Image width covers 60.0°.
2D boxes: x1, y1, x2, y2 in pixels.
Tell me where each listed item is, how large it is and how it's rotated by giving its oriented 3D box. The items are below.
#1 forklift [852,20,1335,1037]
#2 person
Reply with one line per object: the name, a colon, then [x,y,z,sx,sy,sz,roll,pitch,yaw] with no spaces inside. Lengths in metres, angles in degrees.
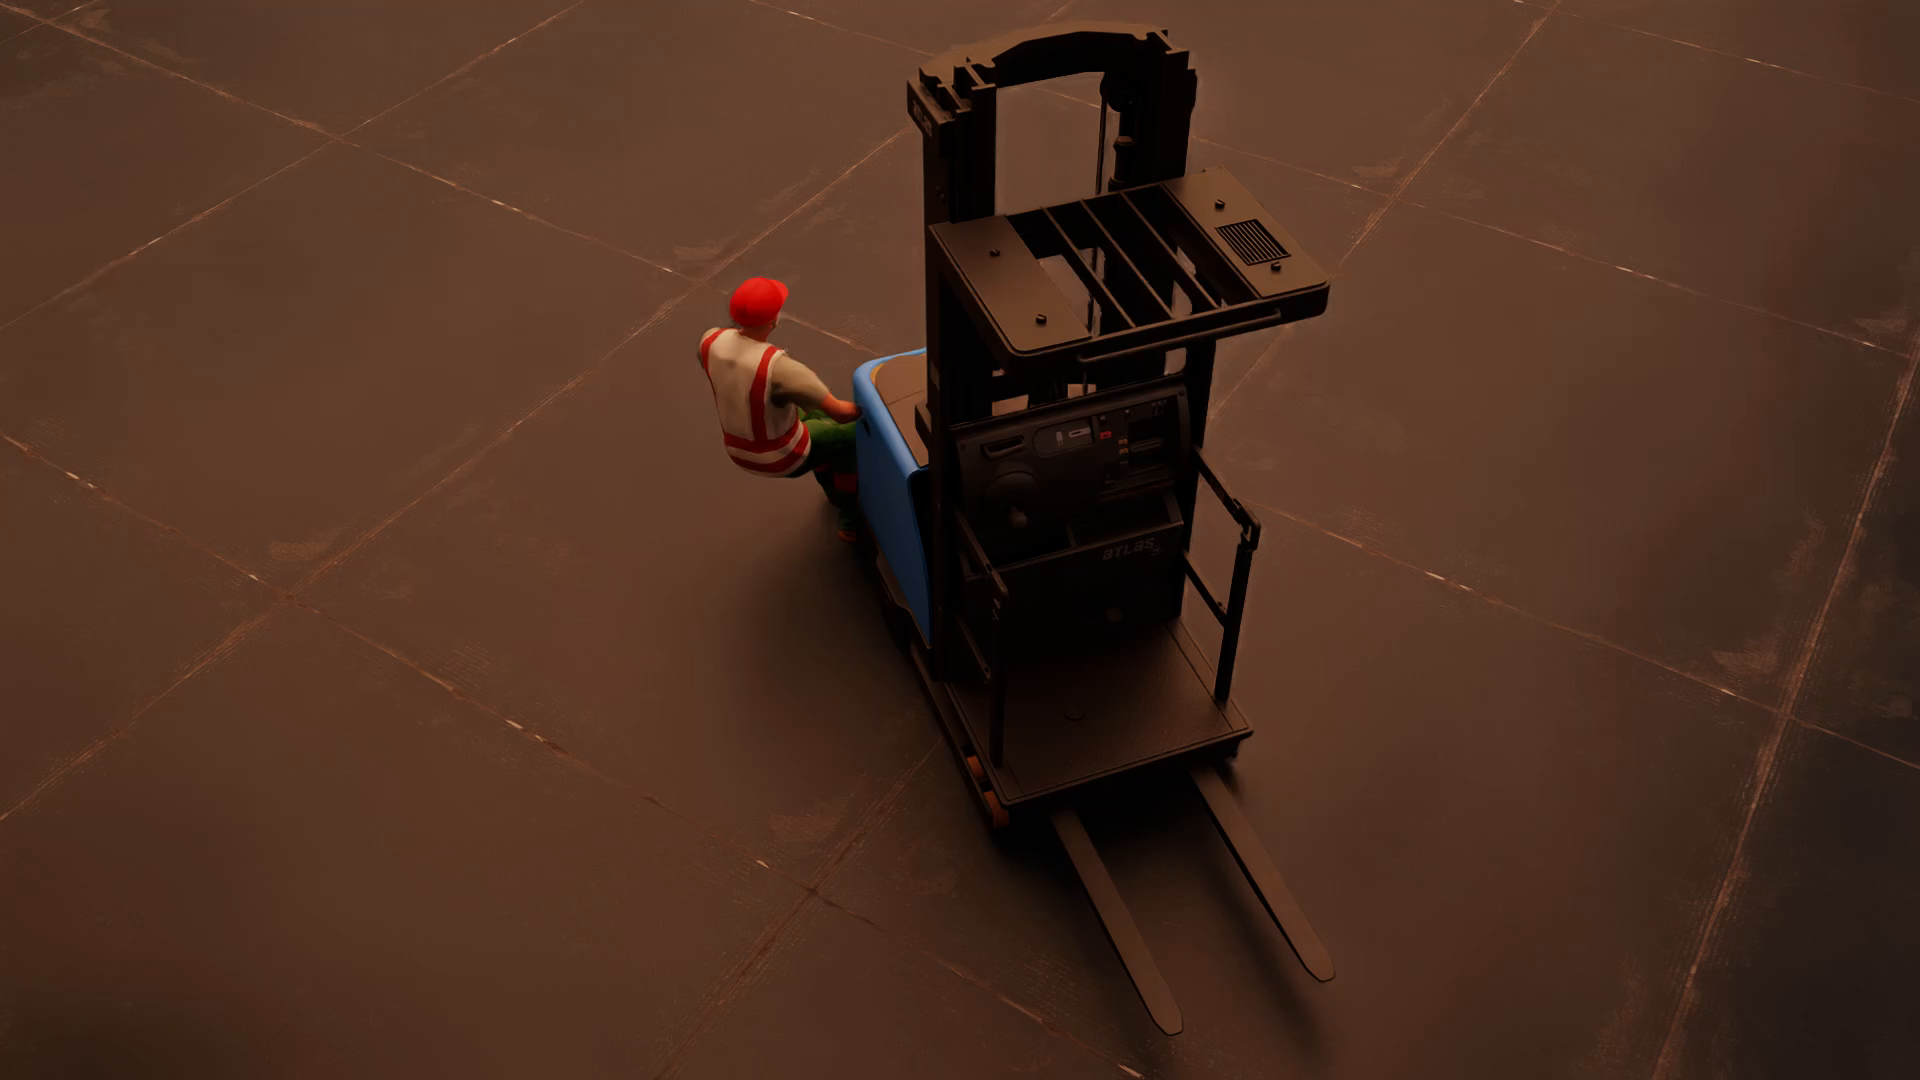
forklift: [0.509,-0.219,6.080,1.130,2.935,3.031,-14,45,-15]
person: [-0.716,-0.628,7.547,0.817,1.547,0.882,22,48,22]
